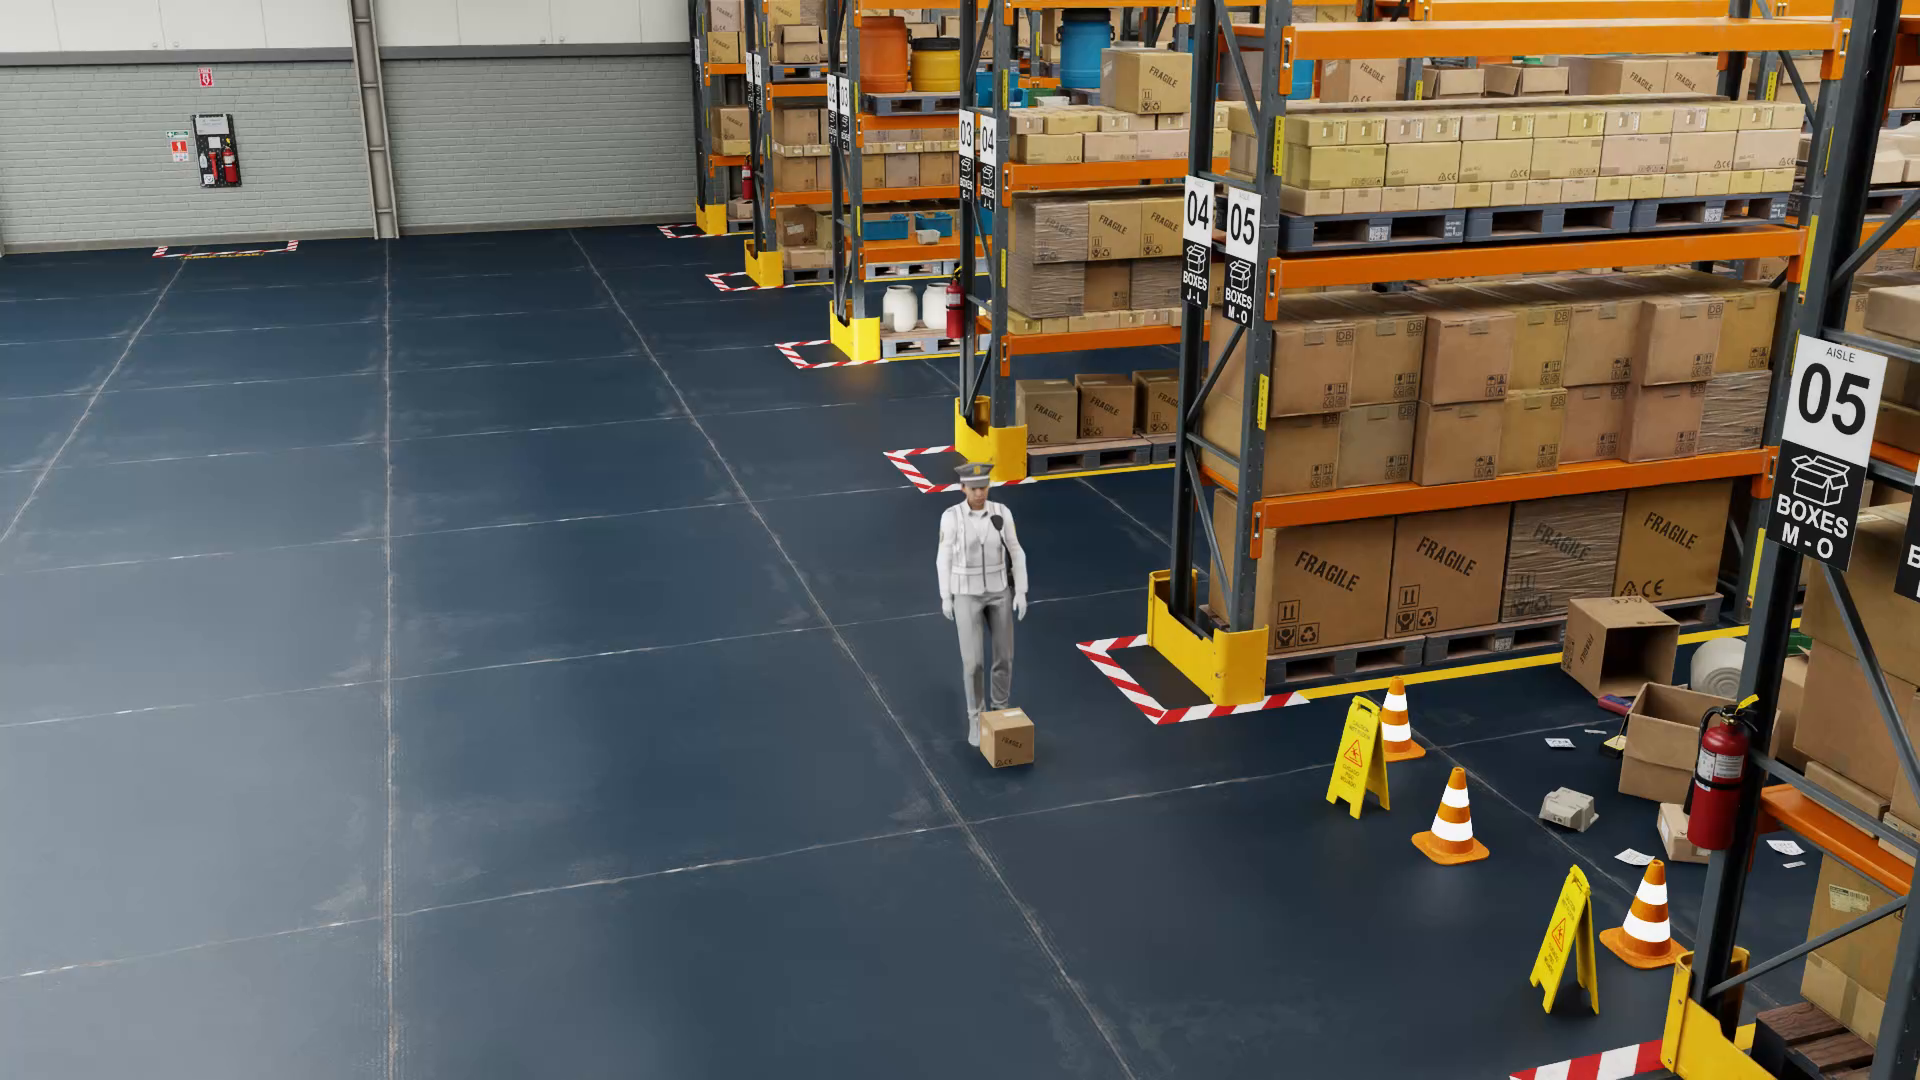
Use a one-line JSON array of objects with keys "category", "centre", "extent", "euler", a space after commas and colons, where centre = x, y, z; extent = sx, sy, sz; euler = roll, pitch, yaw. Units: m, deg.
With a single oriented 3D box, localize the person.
[{"category": "person", "centre": [0.151, 0.390, 10.000], "extent": [0.531, 1.753, 0.534], "euler": [-4, 20, -12]}]
